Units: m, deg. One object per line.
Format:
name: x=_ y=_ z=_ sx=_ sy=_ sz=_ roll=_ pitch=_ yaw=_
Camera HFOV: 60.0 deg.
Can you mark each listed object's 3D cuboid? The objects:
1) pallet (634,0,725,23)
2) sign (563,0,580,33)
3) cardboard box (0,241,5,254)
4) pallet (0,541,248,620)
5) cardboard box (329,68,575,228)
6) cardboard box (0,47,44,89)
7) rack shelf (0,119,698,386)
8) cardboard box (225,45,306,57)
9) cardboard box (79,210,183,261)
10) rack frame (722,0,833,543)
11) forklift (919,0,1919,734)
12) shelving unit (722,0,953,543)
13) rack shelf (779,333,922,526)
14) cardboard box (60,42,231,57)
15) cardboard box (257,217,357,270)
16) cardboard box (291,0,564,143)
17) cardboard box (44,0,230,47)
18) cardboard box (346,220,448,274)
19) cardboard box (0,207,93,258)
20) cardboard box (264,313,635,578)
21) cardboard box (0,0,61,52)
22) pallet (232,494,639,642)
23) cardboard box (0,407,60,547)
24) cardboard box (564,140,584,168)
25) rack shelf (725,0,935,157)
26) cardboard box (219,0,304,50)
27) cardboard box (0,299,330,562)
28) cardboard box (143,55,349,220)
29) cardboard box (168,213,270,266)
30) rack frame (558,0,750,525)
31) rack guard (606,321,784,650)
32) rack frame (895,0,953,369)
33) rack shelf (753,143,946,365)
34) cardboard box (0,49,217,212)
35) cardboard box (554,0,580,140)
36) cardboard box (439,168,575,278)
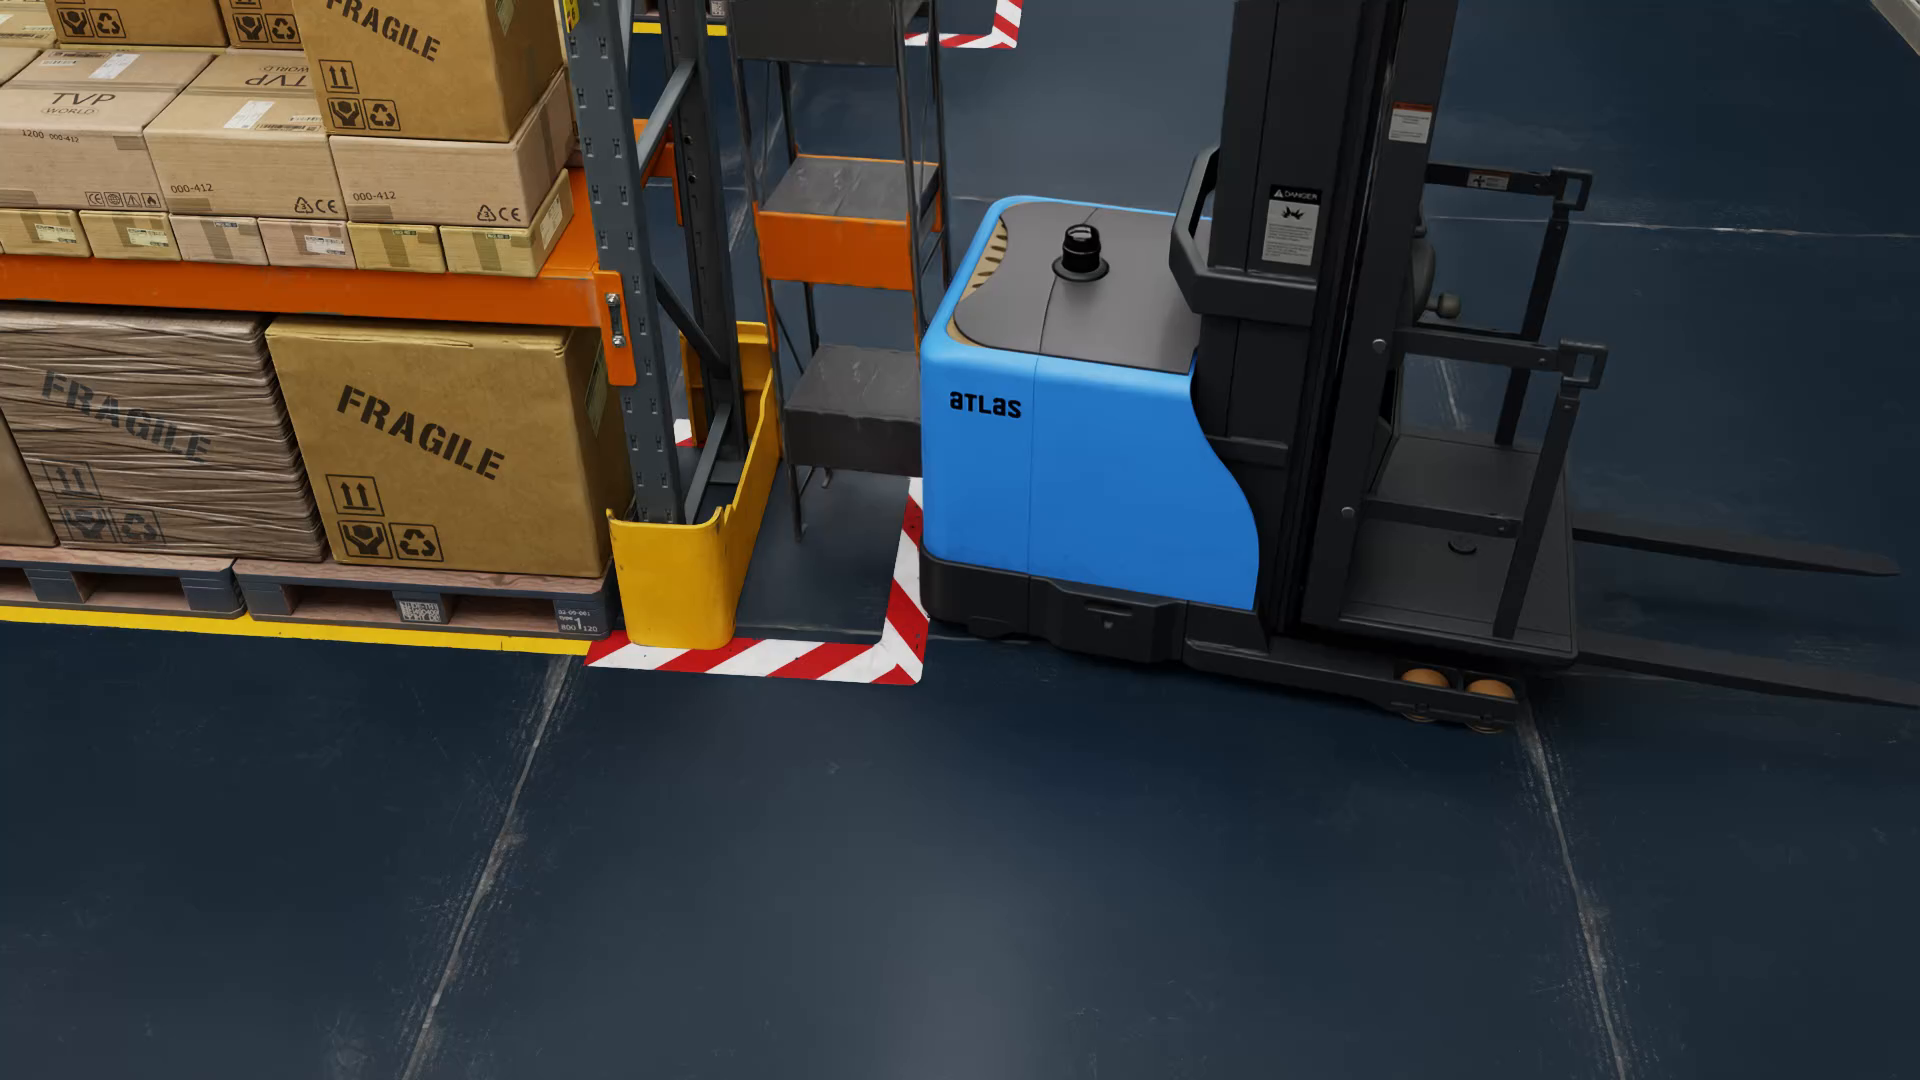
pallet: x=-1.276 y=-3.289 z=9.624 sx=1.213 sy=0.211 sz=1.003 roll=3 pitch=39 yaw=4
sign: x=-0.945 y=-1.387 z=3.973 sx=0.005 sy=0.325 sz=0.100 roll=3 pitch=39 yaw=4
cardboard box: x=-2.791 y=-0.985 z=4.783 sx=0.250 sy=0.149 sz=0.380 roll=4 pitch=39 yaw=5
pallet: x=-2.900 y=-0.167 z=5.788 sx=1.213 sy=0.211 sz=1.003 roll=3 pitch=39 yaw=4
cardboard box: x=-1.390 y=-1.103 z=4.612 sx=0.500 sy=0.250 sz=0.500 roll=3 pitch=39 yaw=3
cardboard box: x=-2.922 y=-1.184 z=4.712 sx=0.500 sy=0.250 sz=0.500 roll=3 pitch=39 yaw=4
rack shelf: x=-2.877 y=-1.016 z=5.192 sx=4.000 sy=0.370 sz=1.077 roll=3 pitch=39 yaw=4
cardboard box: x=-1.858 y=-1.464 z=5.055 sx=0.500 sy=0.250 sz=0.500 roll=3 pitch=39 yaw=3
cardboard box: x=-2.286 y=-0.956 z=4.747 sx=0.250 sy=0.149 sz=0.380 roll=2 pitch=39 yaw=3
rack frame: x=-0.560 y=-0.934 z=5.233 sx=0.015 sy=2.100 sz=0.400 roll=7 pitch=40 yaw=12
forklift: x=1.445 y=-0.924 z=4.564 sx=3.031 sy=2.935 sz=1.130 roll=9 pitch=40 yaw=11
shelving unit: x=-0.323 y=-0.906 z=5.183 sx=0.503 sy=2.100 sz=0.431 roll=7 pitch=40 yaw=12
rack shelf: x=-0.292 y=-0.350 z=5.629 sx=0.480 sy=0.518 sz=0.431 roll=7 pitch=40 yaw=12
cardboard box: x=-2.358 y=-1.493 z=5.092 sx=0.500 sy=0.250 sz=0.500 roll=2 pitch=39 yaw=2
cardboard box: x=-1.778 y=-0.929 z=4.714 sx=0.250 sy=0.149 sz=0.380 roll=3 pitch=39 yaw=4
cardboard box: x=-1.393 y=-1.396 z=4.378 sx=0.500 sy=0.500 sz=0.500 roll=4 pitch=39 yaw=4
cardboard box: x=-2.354 y=-1.782 z=4.852 sx=0.500 sy=0.500 sz=0.500 roll=2 pitch=39 yaw=3
cardboard box: x=-1.527 y=-0.914 z=4.696 sx=0.250 sy=0.149 sz=0.380 roll=4 pitch=39 yaw=4
cardboard box: x=-2.544 y=-0.970 z=4.764 sx=0.250 sy=0.149 sz=0.380 roll=3 pitch=39 yaw=4
cardboard box: x=-1.529 y=-0.510 z=5.351 sx=0.875 sy=0.875 sz=0.875 roll=3 pitch=39 yaw=4
cardboard box: x=-2.879 y=-1.518 z=5.123 sx=0.500 sy=0.250 sz=0.500 roll=2 pitch=39 yaw=3
pallet: x=-1.688 y=-0.099 z=5.705 sx=1.213 sy=0.211 sz=1.003 roll=3 pitch=39 yaw=4
cardboard box: x=-3.323 y=-0.608 z=5.471 sx=0.875 sy=0.875 sz=0.875 roll=3 pitch=39 yaw=4
cardboard box: x=-1.210 y=-1.316 z=5.189 sx=0.250 sy=0.149 sz=0.380 roll=4 pitch=39 yaw=4
rack shelf: x=-0.353 y=-1.442 z=4.754 sx=0.480 sy=0.518 sz=0.431 roll=7 pitch=40 yaw=12
cardboard box: x=-1.838 y=-1.758 z=4.822 sx=0.500 sy=0.500 sz=0.500 roll=2 pitch=39 yaw=3
cardboard box: x=-2.436 y=-0.559 z=5.411 sx=0.875 sy=0.875 sz=0.875 roll=3 pitch=39 yaw=4
cardboard box: x=-1.896 y=-1.131 z=4.647 sx=0.500 sy=0.250 sz=0.500 roll=2 pitch=39 yaw=3
cardboard box: x=-2.027 y=-0.943 z=4.731 sx=0.250 sy=0.149 sz=0.380 roll=4 pitch=39 yaw=5
rack frame: x=-0.885 y=-1.186 z=4.831 sx=0.127 sy=3.000 sz=1.000 roll=3 pitch=39 yaw=4
rack guard: x=-0.861 y=-0.216 z=5.619 sx=0.348 sy=0.500 sz=1.175 roll=3 pitch=39 yaw=4
rack frame: x=-0.086 y=-0.879 z=5.132 sx=0.015 sy=2.100 sz=0.400 roll=7 pitch=40 yaw=12
rack shelf: x=-0.322 y=-0.896 z=5.191 sx=0.480 sy=0.518 sz=0.431 roll=7 pitch=40 yaw=12
cardboard box: x=-2.403 y=-1.159 z=4.680 sx=0.500 sy=0.250 sz=0.500 roll=2 pitch=39 yaw=2
cardboard box: x=-1.340 y=-1.440 z=5.026 sx=0.500 sy=0.250 sz=0.500 roll=2 pitch=39 yaw=3
cardboard box: x=-1.268 y=-0.901 z=4.680 sx=0.250 sy=0.149 sz=0.380 roll=4 pitch=39 yaw=5
